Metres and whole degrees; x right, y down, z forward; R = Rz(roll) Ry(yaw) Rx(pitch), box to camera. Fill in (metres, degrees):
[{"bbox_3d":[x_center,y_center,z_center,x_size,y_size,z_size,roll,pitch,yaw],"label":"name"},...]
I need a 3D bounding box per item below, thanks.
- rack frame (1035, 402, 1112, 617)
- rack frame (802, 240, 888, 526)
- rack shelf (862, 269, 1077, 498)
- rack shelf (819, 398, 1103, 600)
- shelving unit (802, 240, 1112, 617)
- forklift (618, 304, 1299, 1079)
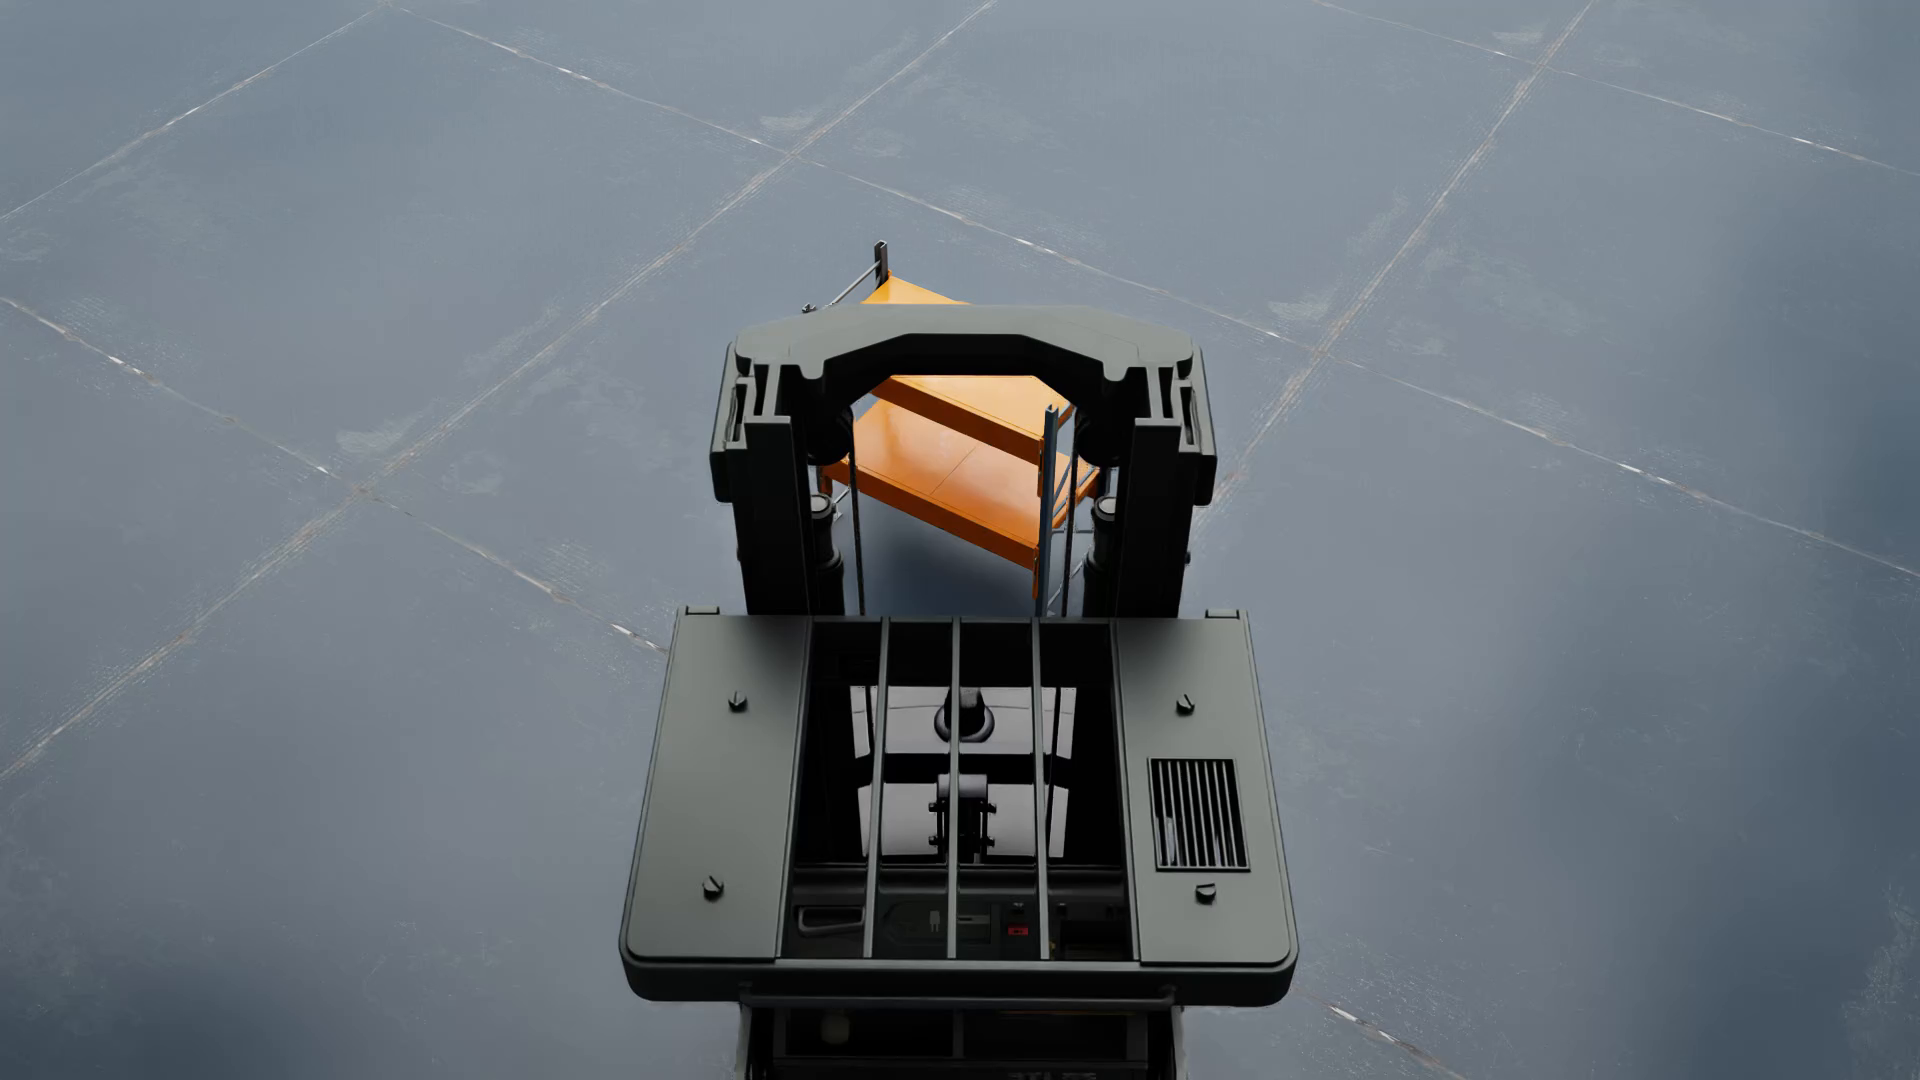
[{"bbox_3d":[0.434,-0.193,6.153,0.032,1.125,0.500,25,51,22],"label":"rack frame"},{"bbox_3d":[-0.422,-0.586,6.535,0.032,1.125,0.500,25,51,22],"label":"rack frame"},{"bbox_3d":[0.006,-0.593,6.134,1.000,0.278,0.538,25,51,22],"label":"rack shelf"},{"bbox_3d":[0.006,-0.219,6.519,1.000,0.278,0.538,25,51,22],"label":"rack shelf"},{"bbox_3d":[0.006,-0.389,6.344,1.048,1.125,0.538,25,51,22],"label":"shelving unit"},{"bbox_3d":[0.001,1.062,3.674,1.130,2.935,3.031,0,46,0],"label":"forklift"}]
